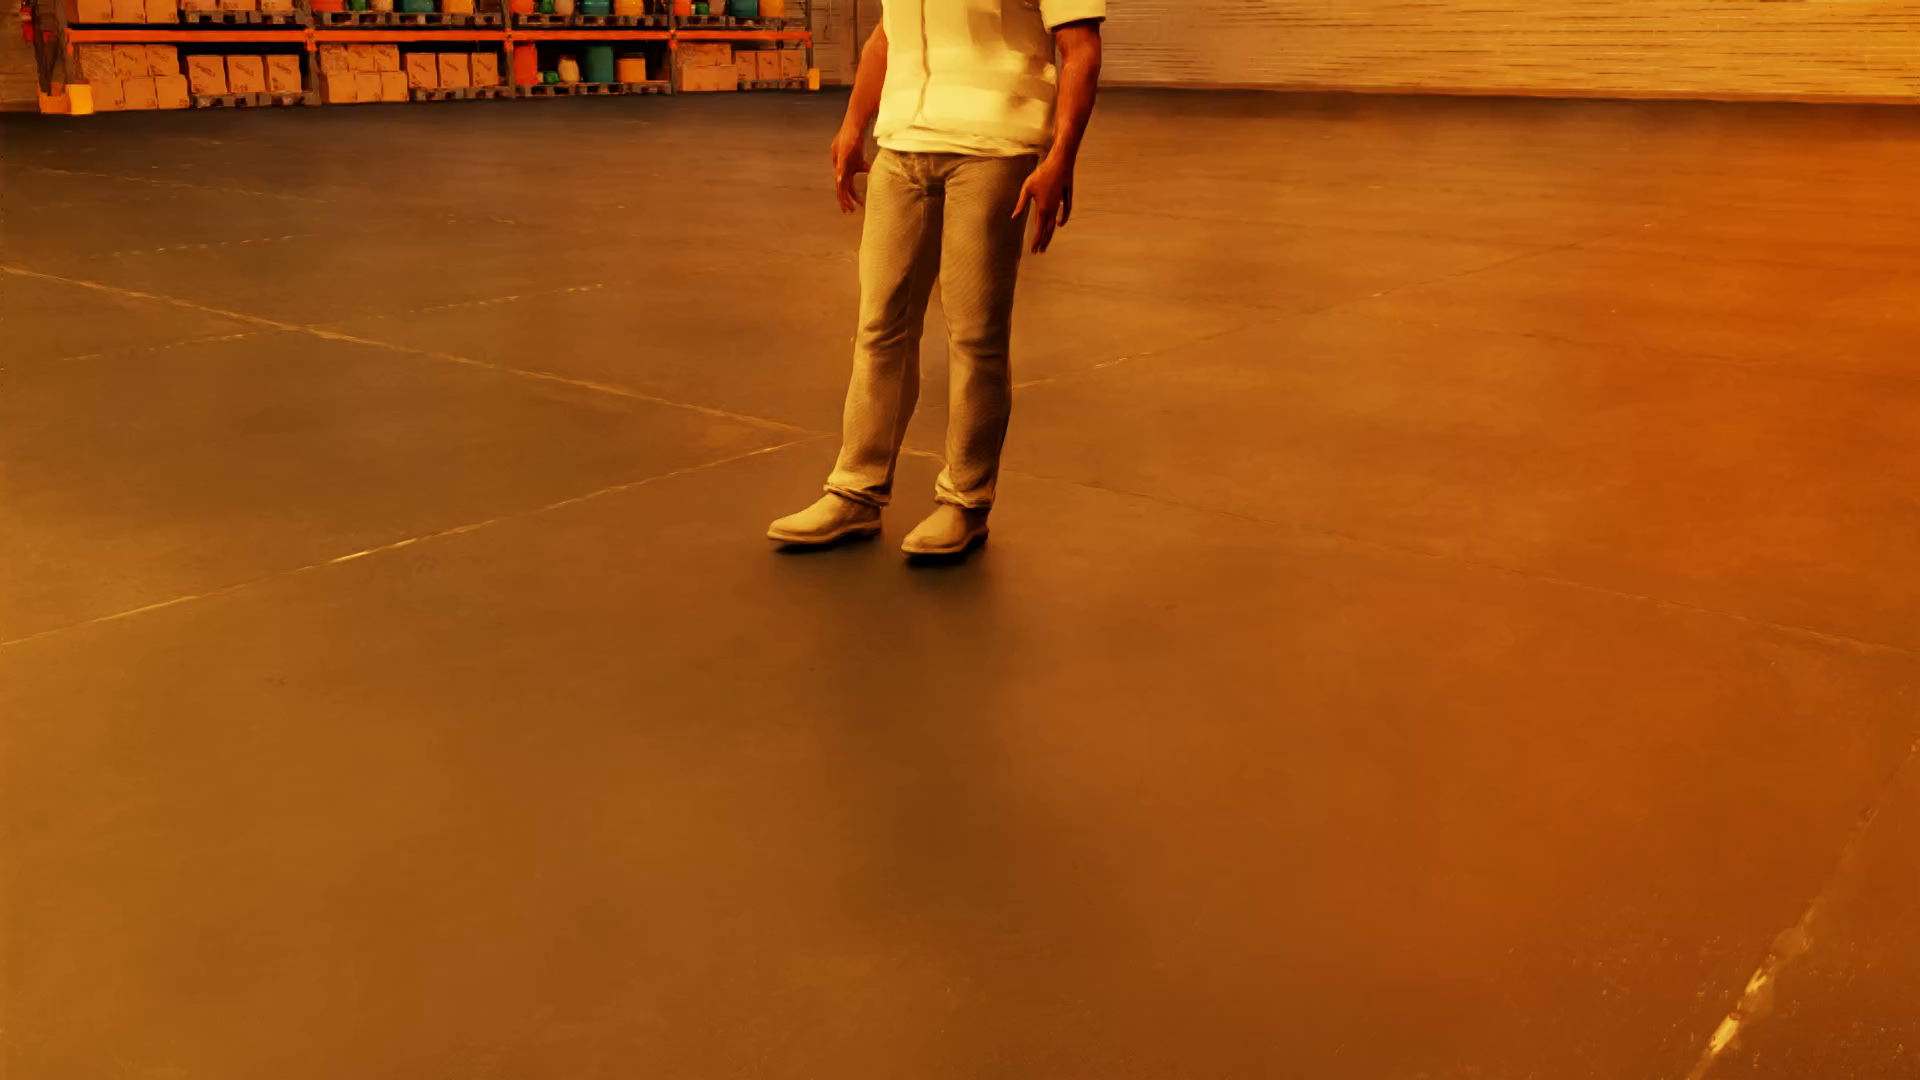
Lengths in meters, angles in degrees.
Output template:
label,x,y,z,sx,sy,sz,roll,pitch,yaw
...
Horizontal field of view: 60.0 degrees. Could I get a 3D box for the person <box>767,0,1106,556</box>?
label,x,y,z,sx,sy,sz,roll,pitch,yaw
person,-0.049,-0.834,3.636,0.665,1.760,0.576,13,21,37
